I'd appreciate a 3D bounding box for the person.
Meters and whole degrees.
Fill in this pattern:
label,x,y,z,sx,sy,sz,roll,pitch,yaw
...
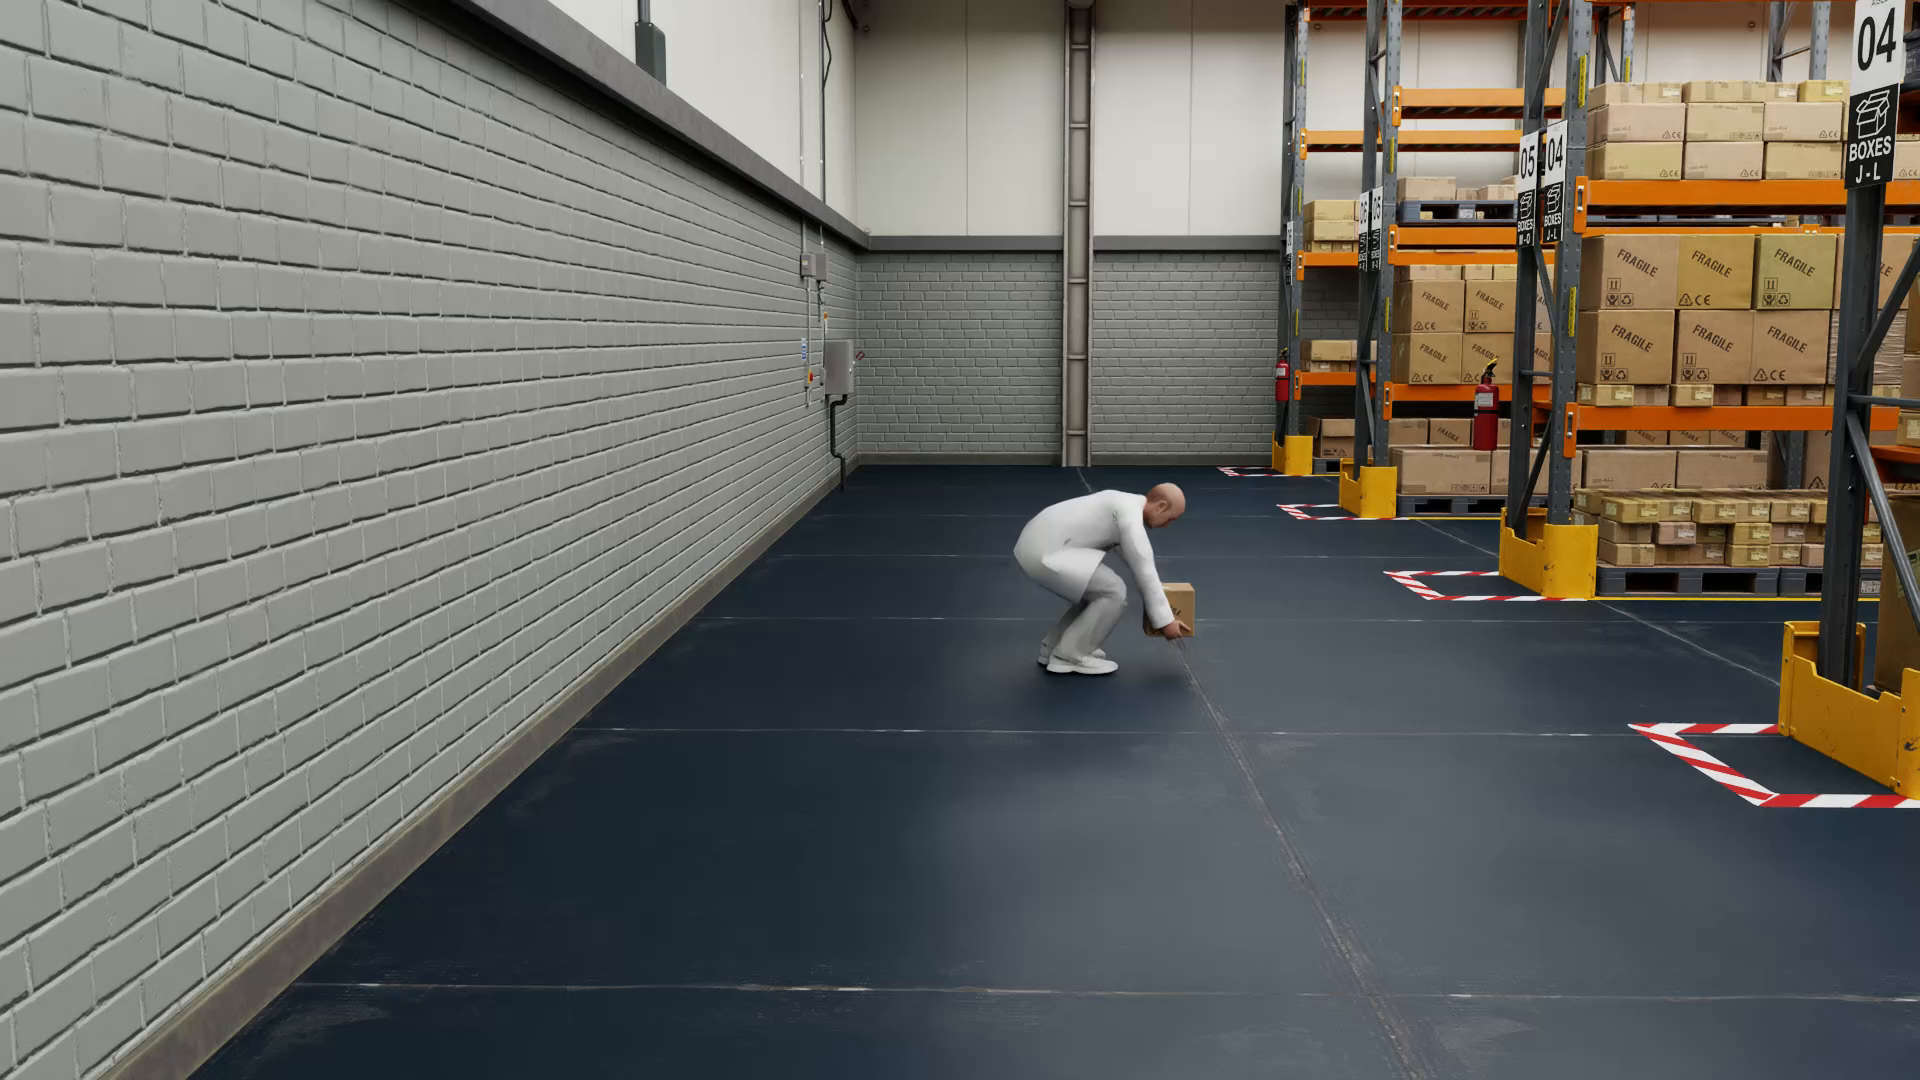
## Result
label,x,y,z,sx,sy,sz,roll,pitch,yaw
person,0.755,0.197,8.886,0.940,1.003,0.587,0,7,-1
